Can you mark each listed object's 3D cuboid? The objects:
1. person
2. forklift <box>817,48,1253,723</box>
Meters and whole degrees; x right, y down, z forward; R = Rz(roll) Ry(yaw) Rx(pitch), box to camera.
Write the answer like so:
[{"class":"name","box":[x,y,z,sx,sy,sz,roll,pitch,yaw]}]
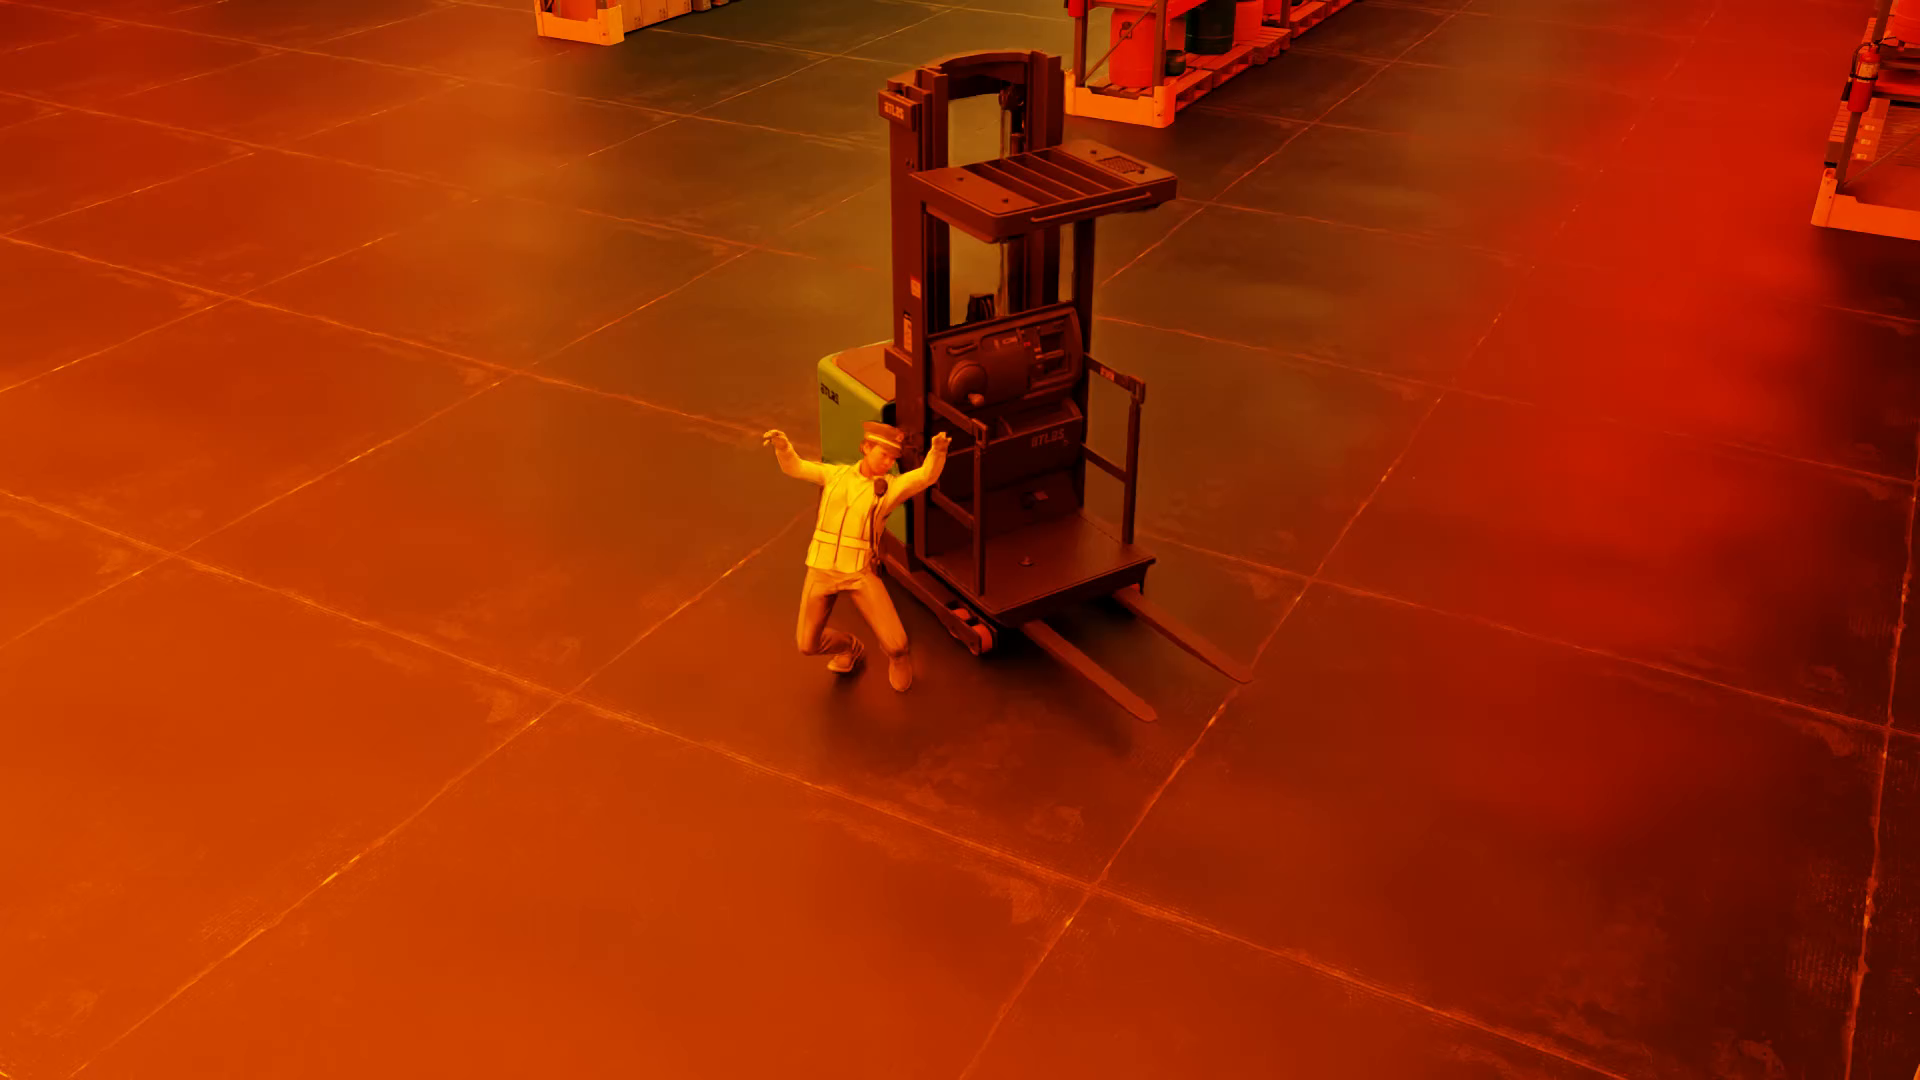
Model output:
[{"class":"person","box":[-0.443,0.057,8.369,0.874,1.534,0.764,8,31,13]},{"class":"forklift","box":[0.371,-0.921,8.666,1.130,2.935,3.031,-18,34,-28]}]
